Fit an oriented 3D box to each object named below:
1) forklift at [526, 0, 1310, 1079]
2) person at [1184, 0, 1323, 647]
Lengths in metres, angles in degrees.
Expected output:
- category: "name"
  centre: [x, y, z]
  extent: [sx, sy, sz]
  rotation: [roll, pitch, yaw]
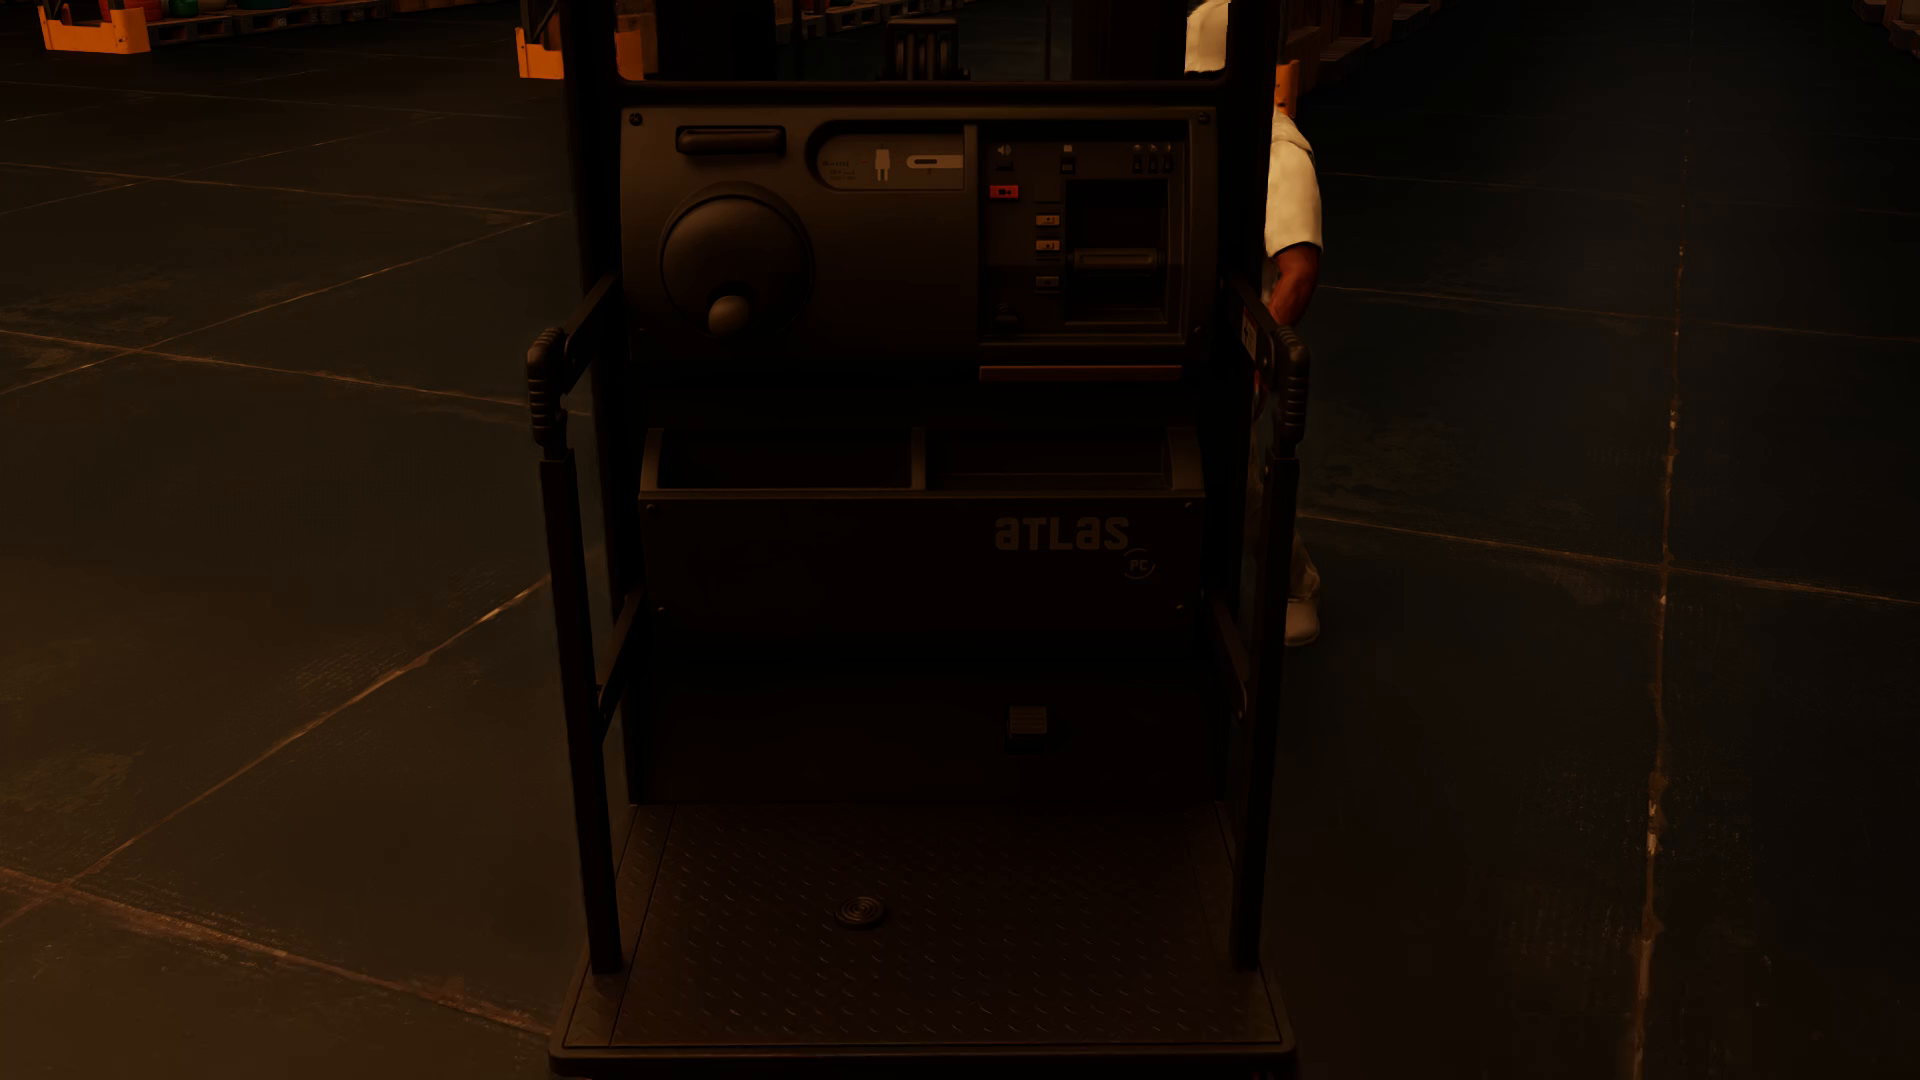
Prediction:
- category: "forklift"
  centre: [-0.058, -0.465, 2.406]
  extent: [1.130, 2.935, 3.031]
  rotation: [0, 23, -1]
- category: "person"
  centre: [0.620, -0.588, 4.402]
  extent: [0.642, 1.647, 1.004]
  rotation: [-10, 25, -22]
